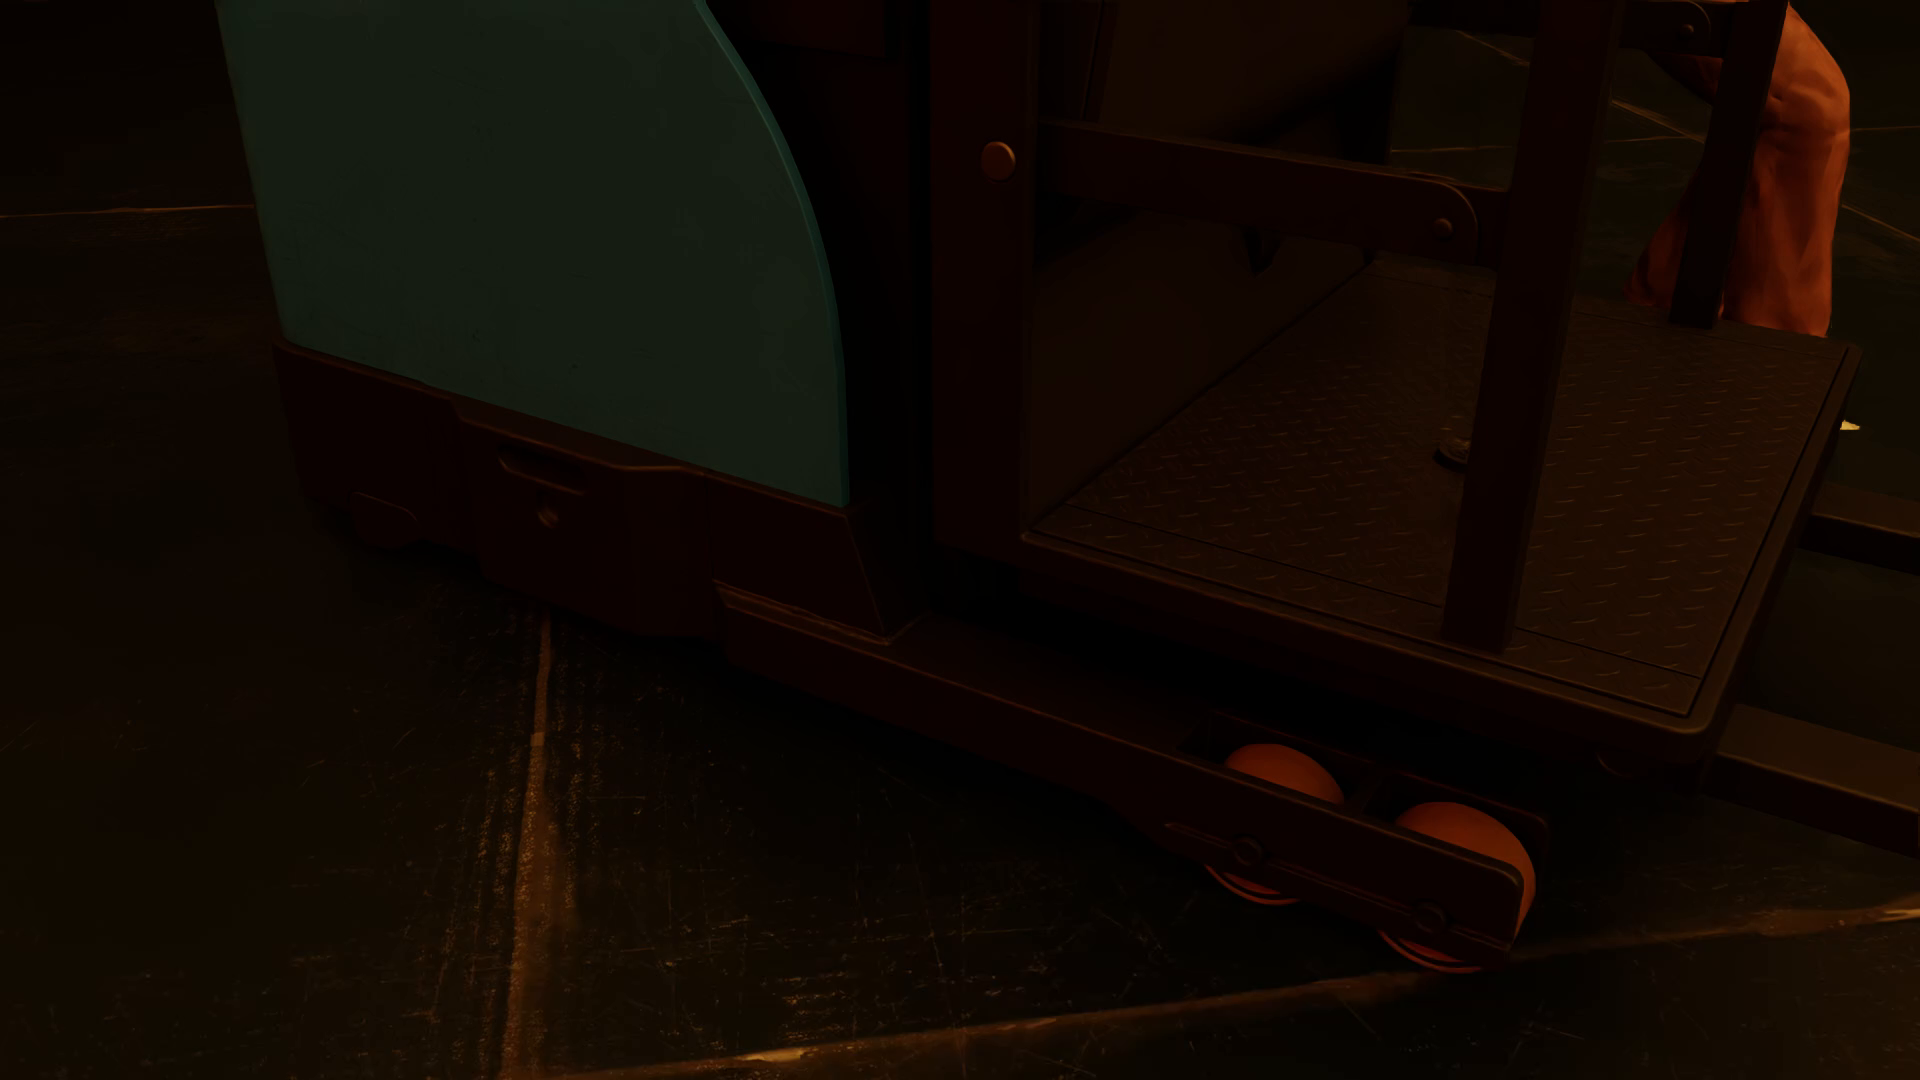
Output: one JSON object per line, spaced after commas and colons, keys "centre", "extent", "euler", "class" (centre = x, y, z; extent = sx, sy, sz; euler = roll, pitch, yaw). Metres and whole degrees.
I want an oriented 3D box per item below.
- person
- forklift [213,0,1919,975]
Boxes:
{"centre": [1.329, -0.987, 2.800], "extent": [0.702, 1.570, 0.810], "euler": [10, 30, 19], "class": "person"}
{"centre": [0.521, -1.144, 1.530], "extent": [3.031, 2.935, 1.130], "euler": [16, 32, 28], "class": "forklift"}
